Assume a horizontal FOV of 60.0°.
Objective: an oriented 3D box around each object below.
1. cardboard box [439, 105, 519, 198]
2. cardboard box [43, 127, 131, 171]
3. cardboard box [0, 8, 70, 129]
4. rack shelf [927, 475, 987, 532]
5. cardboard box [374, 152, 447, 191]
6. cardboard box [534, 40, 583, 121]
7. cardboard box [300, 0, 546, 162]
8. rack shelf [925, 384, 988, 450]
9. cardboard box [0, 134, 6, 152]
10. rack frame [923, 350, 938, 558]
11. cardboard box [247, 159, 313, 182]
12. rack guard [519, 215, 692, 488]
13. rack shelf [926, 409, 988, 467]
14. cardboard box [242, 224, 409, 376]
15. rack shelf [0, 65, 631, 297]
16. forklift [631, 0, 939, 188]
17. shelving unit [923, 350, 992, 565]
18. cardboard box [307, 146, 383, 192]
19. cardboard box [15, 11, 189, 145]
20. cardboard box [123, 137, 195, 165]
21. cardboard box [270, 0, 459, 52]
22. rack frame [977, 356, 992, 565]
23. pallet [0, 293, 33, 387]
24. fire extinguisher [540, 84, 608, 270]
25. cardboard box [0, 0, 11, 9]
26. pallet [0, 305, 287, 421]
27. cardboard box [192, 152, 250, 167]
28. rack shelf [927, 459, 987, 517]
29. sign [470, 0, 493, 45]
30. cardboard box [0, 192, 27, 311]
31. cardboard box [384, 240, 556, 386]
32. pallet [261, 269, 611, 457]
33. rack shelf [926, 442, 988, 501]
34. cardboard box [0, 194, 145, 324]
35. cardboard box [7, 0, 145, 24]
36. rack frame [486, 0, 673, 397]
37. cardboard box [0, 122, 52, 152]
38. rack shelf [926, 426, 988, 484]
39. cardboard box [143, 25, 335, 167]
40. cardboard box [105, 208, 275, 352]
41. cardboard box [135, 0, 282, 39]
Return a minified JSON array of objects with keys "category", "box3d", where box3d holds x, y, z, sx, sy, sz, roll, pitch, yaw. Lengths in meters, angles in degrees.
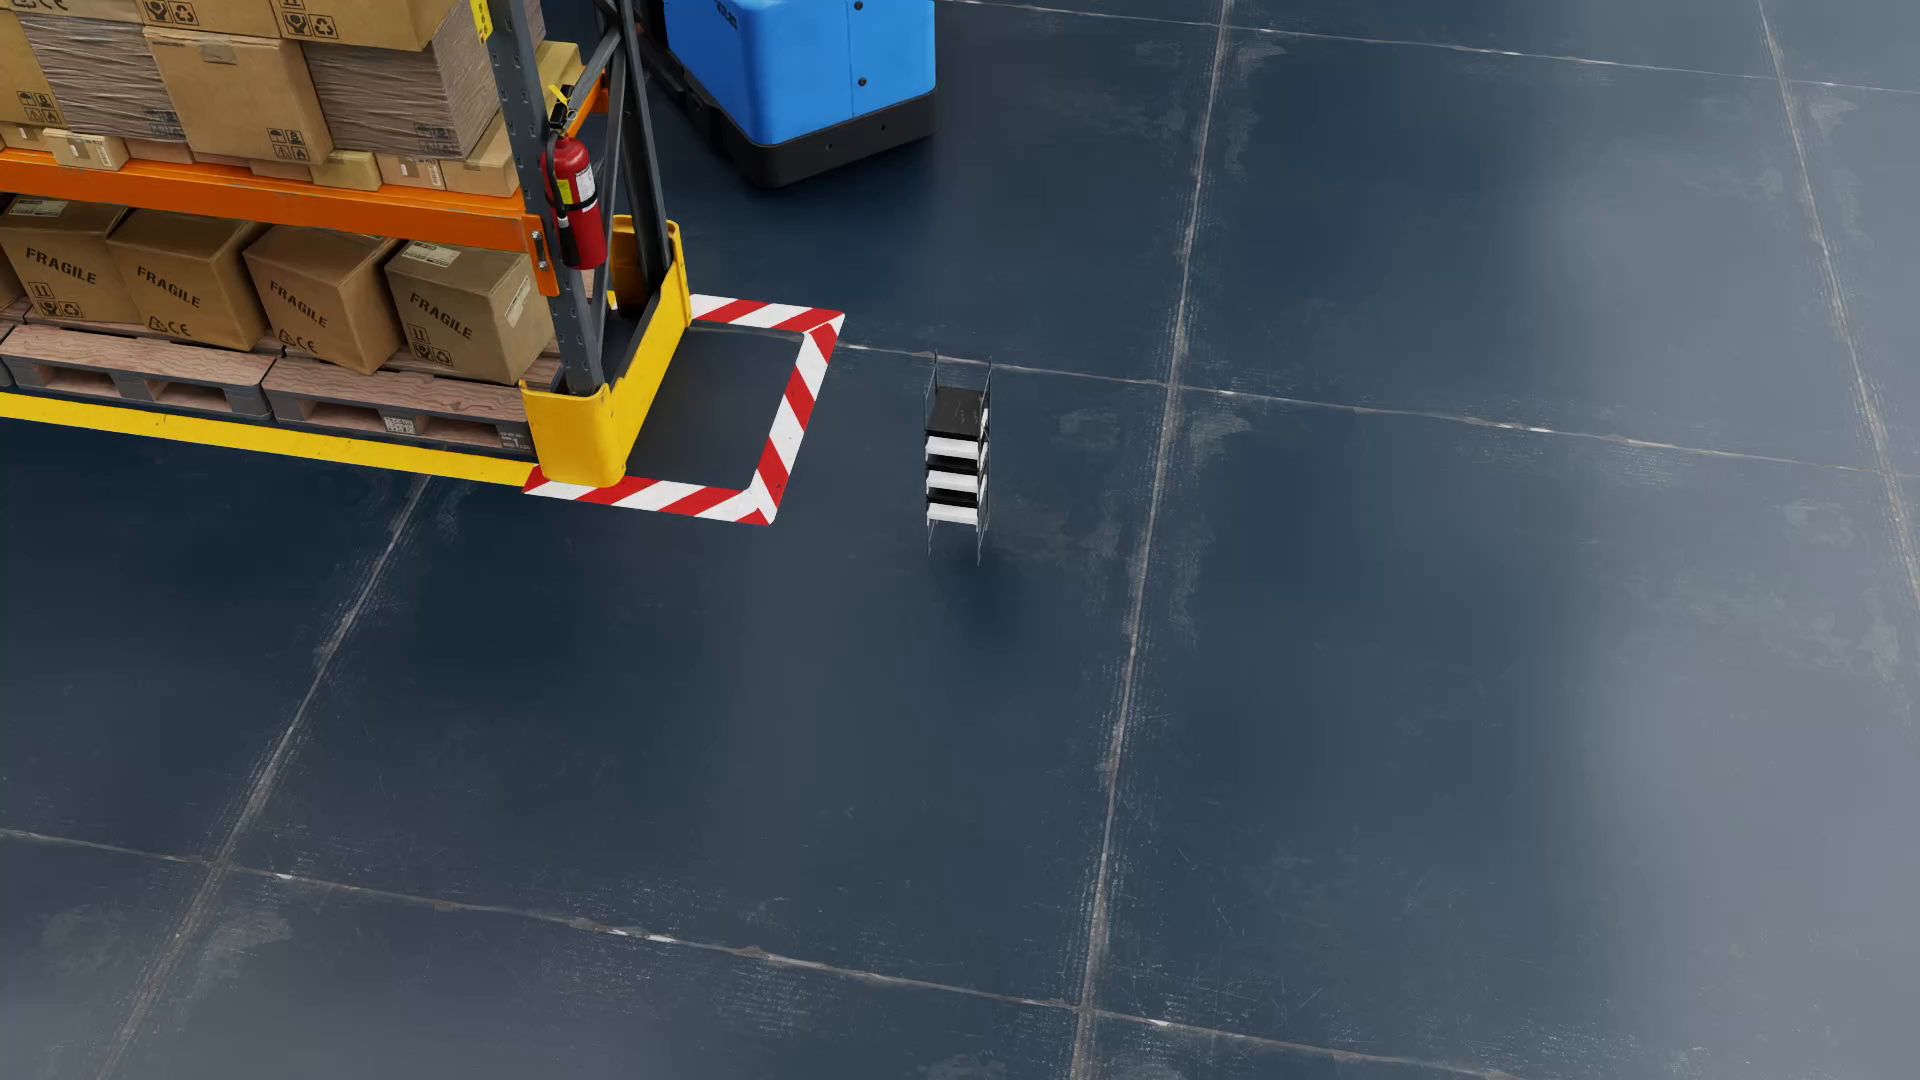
[{"category":"cardboard box","box3d":[-1.735,-1.454,6.181,0.250,0.149,0.380,8,49,7]},{"category":"cardboard box","box3d":[-3.229,-1.576,6.290,0.250,0.149,0.380,8,49,7]},{"category":"cardboard box","box3d":[-3.442,-2.028,6.260,0.500,0.500,0.875,8,49,7]},{"category":"rack shelf","box3d":[-0.008,-0.159,6.547,0.200,0.077,0.258,8,49,7]},{"category":"cardboard box","box3d":[-1.981,-1.488,6.211,0.250,0.149,0.380,8,49,7]},{"category":"cardboard box","box3d":[-1.656,-1.780,6.473,0.250,0.149,0.380,8,49,7]},{"category":"cardboard box","box3d":[-1.954,-1.877,6.125,0.500,0.500,0.875,8,49,7]},{"category":"rack shelf","box3d":[-0.008,-0.460,6.212,0.200,0.077,0.258,8,49,7]},{"category":"cardboard box","box3d":[-3.717,-1.659,6.365,0.250,0.149,0.380,8,49,7]},{"category":"rack frame","box3d":[-0.108,-0.315,6.400,0.006,0.900,0.240,8,49,7]},{"category":"cardboard box","box3d":[-2.479,-1.527,6.247,0.250,0.149,0.380,8,49,7]},{"category":"rack guard","box3d":[-1.492,-0.826,7.128,0.348,0.500,1.175,8,49,7]},{"category":"rack shelf","box3d":[-0.008,-0.400,6.279,0.200,0.077,0.258,8,49,7]},{"category":"cardboard box","box3d":[-2.623,-1.105,7.097,0.500,0.500,0.500,19,51,17]},{"category":"rack shelf","box3d":[-3.386,-1.676,6.695,4.000,0.370,1.077,8,49,7]},{"category":"forklift","box3d":[-1.301,-3.799,8.165,1.130,2.935,3.031,-24,52,-20]},{"category":"shelving unit","box3d":[-0.008,-0.302,6.388,0.210,0.900,0.258,8,49,7]},{"category":"cardboard box","box3d":[-2.236,-1.483,6.207,0.250,0.149,0.380,8,49,7]},{"category":"cardboard box","box3d":[-2.952,-1.953,6.193,0.500,0.500,0.875,8,49,7]},{"category":"cardboard box","box3d":[-2.968,-1.607,6.319,0.250,0.149,0.380,8,49,7]},{"category":"cardboard box","box3d":[-2.003,-2.010,5.572,0.500,0.500,0.500,8,49,7]},{"category":"rack frame","box3d":[0.092,-0.288,6.376,0.006,0.900,0.240,8,49,7]},{"category":"pallet","box3d":[-4.687,-1.186,7.645,1.213,0.211,1.003,8,49,7]},{"category":"fire extinguisher","box3d":[-1.387,-1.273,5.901,0.183,0.674,0.296,8,49,7]},{"category":"cardboard box","box3d":[-3.478,-2.212,5.754,0.500,0.500,0.500,8,49,7]},{"category":"pallet","box3d":[-3.482,-1.026,7.502,1.213,0.211,1.003,8,49,7]},{"category":"cardboard box","box3d":[-2.718,-1.591,6.304,0.250,0.149,0.380,8,49,7]},{"category":"rack shelf","box3d":[-0.008,-0.219,6.480,0.200,0.077,0.258,8,49,7]},{"category":"sign","box3d":[-1.536,-1.741,5.278,0.005,0.325,0.100,8,49,7]},{"category":"cardboard box","box3d":[-4.402,-1.333,7.301,0.500,0.500,0.500,22,52,19]},{"category":"cardboard box","box3d":[-2.029,-1.051,7.048,0.500,0.500,0.500,16,50,14]},{"category":"pallet","box3d":[-2.285,-0.863,7.355,1.213,0.211,1.003,8,49,7]},{"category":"rack shelf","box3d":[-0.008,-0.280,6.413,0.200,0.077,0.258,8,49,7]},{"category":"cardboard box","box3d":[-3.777,-1.309,7.279,0.500,0.500,0.500,4,48,3]},{"category":"cardboard box","box3d":[-2.987,-2.140,5.689,0.500,0.500,0.500,8,49,7]},{"category":"rack frame","box3d":[-1.418,-1.652,6.189,0.127,3.000,1.000,8,49,7]},{"category":"cardboard box","box3d":[-3.463,-1.660,6.366,0.250,0.149,0.380,8,49,7]},{"category":"rack shelf","box3d":[-0.008,-0.340,6.346,0.200,0.077,0.258,8,49,7]},{"category":"cardboard box","box3d":[-2.467,-1.856,6.105,0.500,0.500,0.875,8,49,7]},{"category":"cardboard box","box3d":[-3.236,-1.202,7.184,0.500,0.500,0.500,12,49,10]},{"category":"cardboard box","box3d":[-2.496,-2.072,5.628,0.500,0.500,0.500,8,49,7]}]
